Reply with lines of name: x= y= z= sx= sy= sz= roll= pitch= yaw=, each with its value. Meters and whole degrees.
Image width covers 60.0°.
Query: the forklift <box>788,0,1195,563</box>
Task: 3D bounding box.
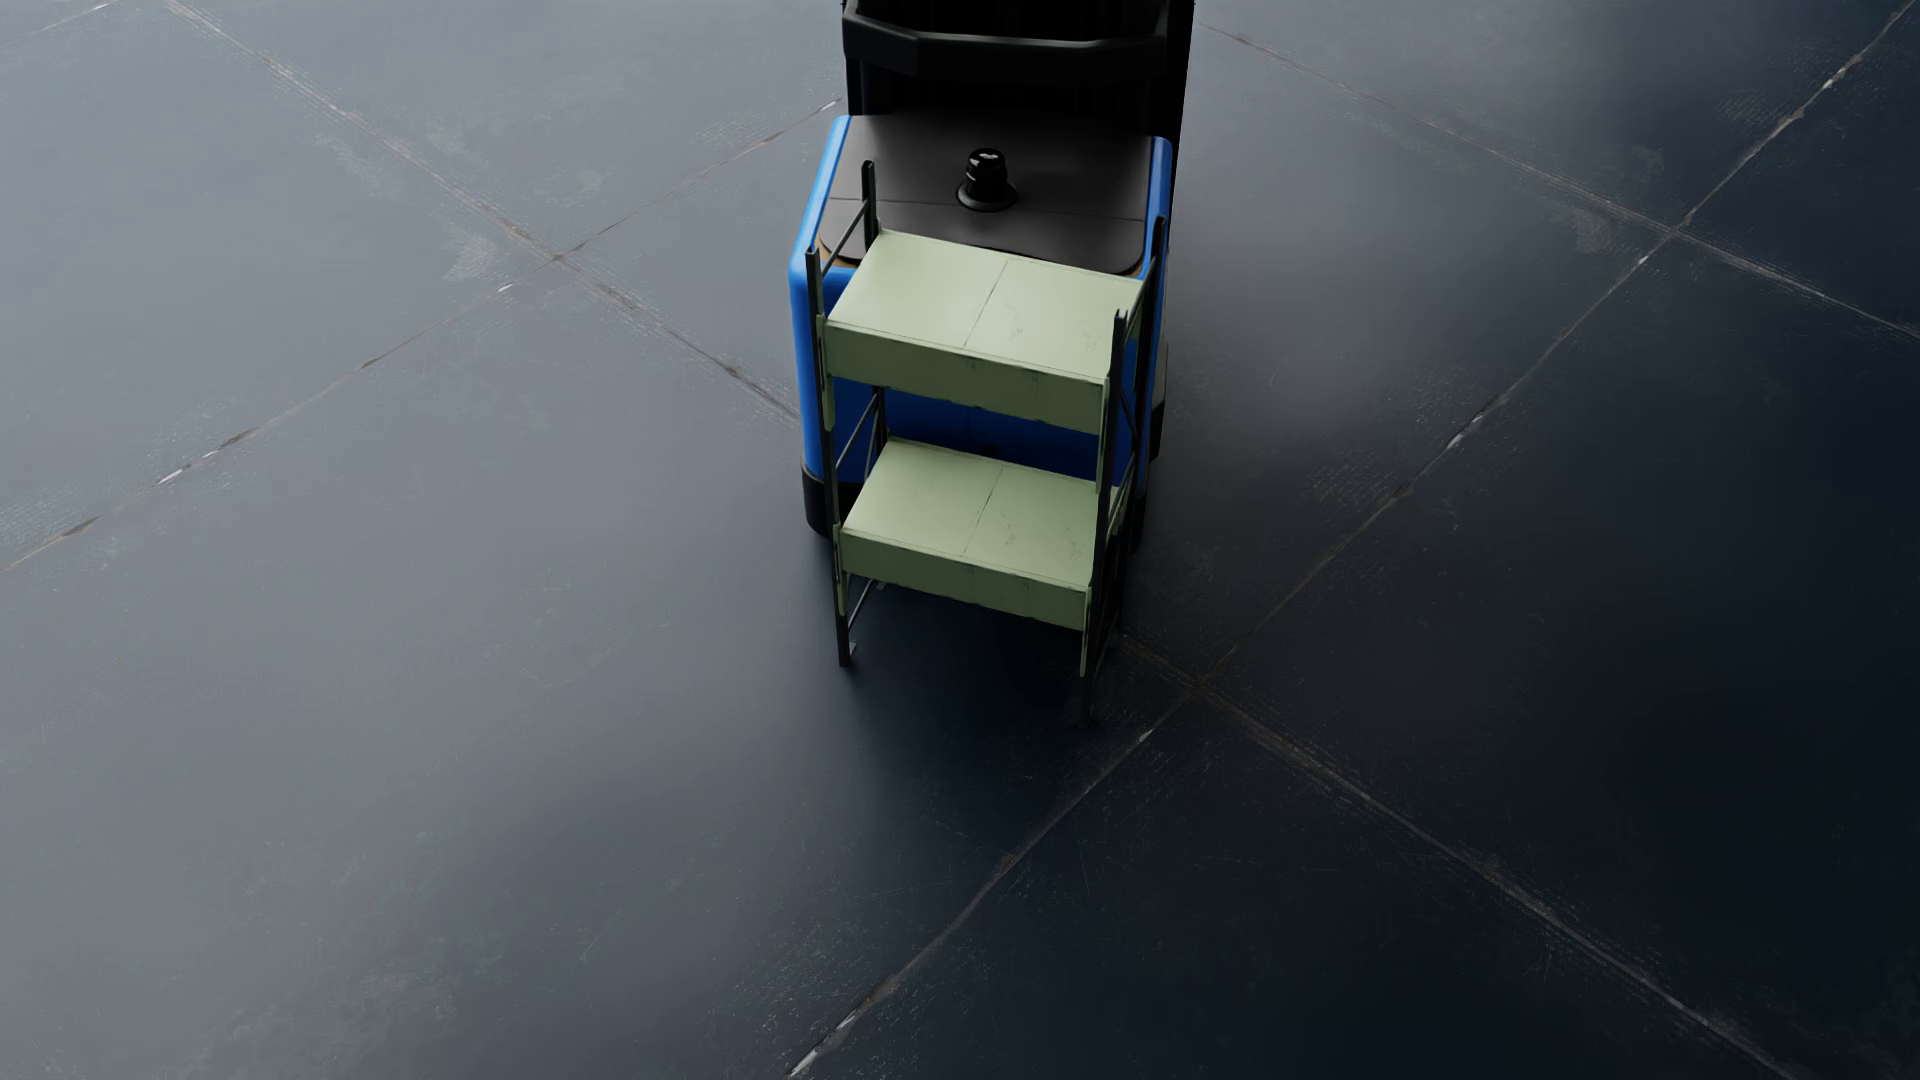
forklift: x=0.209 y=-2.017 z=5.133 sx=1.130 sy=2.935 sz=3.031 roll=5 pitch=47 yaw=5

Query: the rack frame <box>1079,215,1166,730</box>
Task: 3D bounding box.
rack frame: x=0.412 y=-0.112 z=4.326 sx=0.023 sy=1.500 sz=0.400 roll=14 pitch=48 yaw=12

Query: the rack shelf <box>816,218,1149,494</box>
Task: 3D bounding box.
rack shelf: x=0.064 y=-0.463 z=4.120 sx=0.720 sy=0.370 sz=0.431 roll=14 pitch=48 yaw=12

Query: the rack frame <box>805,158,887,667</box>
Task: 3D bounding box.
rack frame: x=-0.283 y=-0.280 z=4.484 sx=0.023 sy=1.500 sz=0.400 roll=14 pitch=48 yaw=12

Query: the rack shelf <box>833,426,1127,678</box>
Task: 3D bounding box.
rack shelf: x=0.064 y=0.027 z=4.643 sx=0.720 sy=0.370 sz=0.431 roll=14 pitch=48 yaw=12

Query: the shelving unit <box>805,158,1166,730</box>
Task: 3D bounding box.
shelving unit: x=0.064 y=-0.196 z=4.405 sx=0.755 sy=1.500 sz=0.431 roll=14 pitch=48 yaw=12
